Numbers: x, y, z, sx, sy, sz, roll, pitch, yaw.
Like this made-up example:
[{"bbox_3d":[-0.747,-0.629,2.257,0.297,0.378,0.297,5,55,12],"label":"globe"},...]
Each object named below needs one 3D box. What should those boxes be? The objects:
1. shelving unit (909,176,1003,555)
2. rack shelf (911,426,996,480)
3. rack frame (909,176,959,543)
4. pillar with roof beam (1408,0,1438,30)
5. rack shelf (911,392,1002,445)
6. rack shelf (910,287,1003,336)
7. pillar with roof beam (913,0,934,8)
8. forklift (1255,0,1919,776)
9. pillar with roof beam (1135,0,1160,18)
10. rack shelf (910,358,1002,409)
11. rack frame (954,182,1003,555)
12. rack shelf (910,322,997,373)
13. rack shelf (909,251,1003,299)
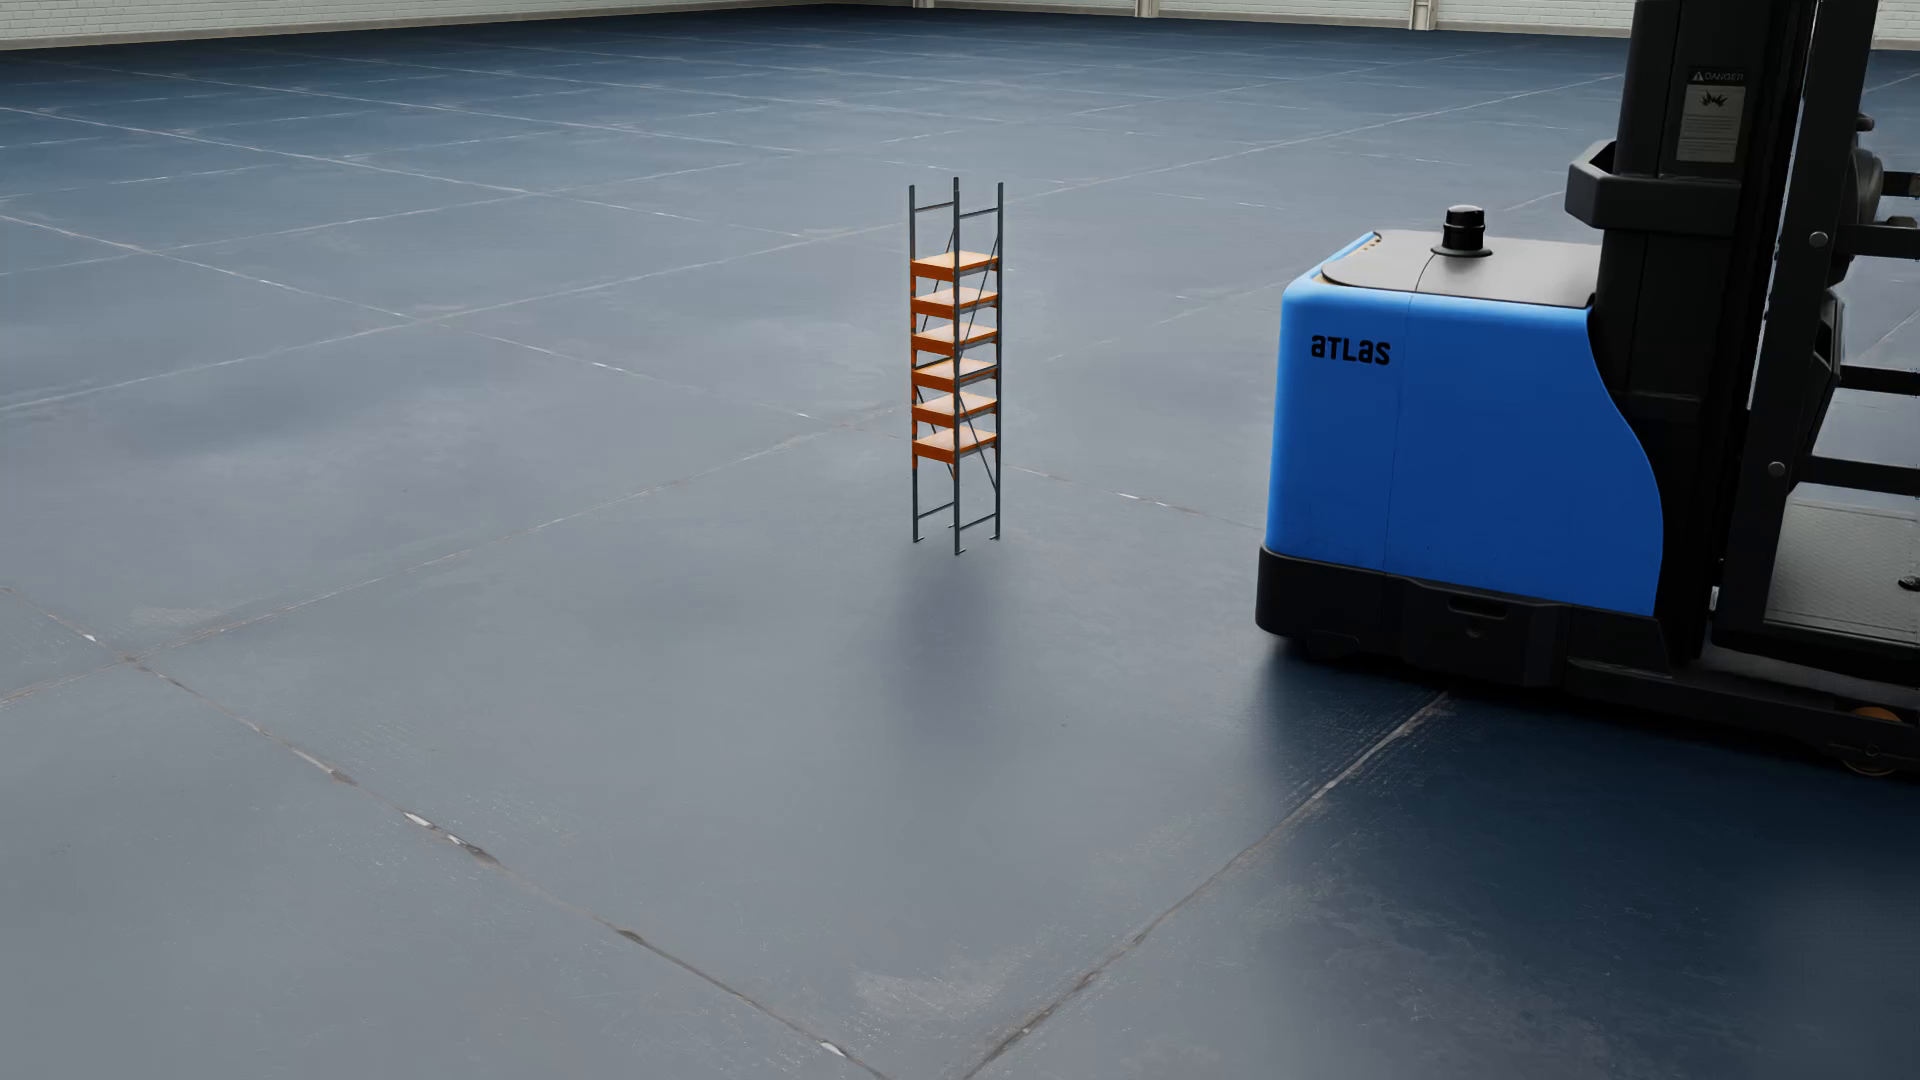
[{"bbox_3d":[-0.011,-0.565,5.465,0.189,1.200,0.258,16,26,36],"label":"shelving unit"},{"bbox_3d":[-0.011,-0.298,5.565,0.180,0.103,0.258,16,26,36],"label":"rack shelf"},{"bbox_3d":[-0.082,-0.585,5.519,0.006,1.200,0.240,16,26,36],"label":"rack frame"},{"bbox_3d":[5.757,-12.403,25.804,0.400,9.000,9.100,16,26,36],"label":"pillar with roof beam"},{"bbox_3d":[-0.011,-0.411,5.523,0.180,0.103,0.258,16,26,36],"label":"rack shelf"},{"bbox_3d":[-0.011,-0.748,5.396,0.180,0.103,0.258,16,26,36],"label":"rack shelf"},{"bbox_3d":[-3.540,-15.080,32.904,0.400,9.000,9.100,16,26,36],"label":"pillar with roof beam"},{"bbox_3d":[2.409,-0.970,4.088,3.031,2.935,1.130,10,23,25],"label":"forklift"},{"bbox_3d":[1.108,-13.741,29.354,0.400,9.000,9.100,16,26,36],"label":"pillar with roof beam"},{"bbox_3d":[-0.011,-0.523,5.481,0.180,0.103,0.258,16,26,36],"label":"rack shelf"},{"bbox_3d":[0.060,-0.544,5.411,0.006,1.200,0.240,16,26,36],"label":"rack frame"},{"bbox_3d":[-0.011,-0.635,5.438,0.180,0.103,0.258,16,26,36],"label":"rack shelf"},{"bbox_3d":[-0.011,-0.860,5.354,0.180,0.103,0.258,16,26,36],"label":"rack shelf"}]
